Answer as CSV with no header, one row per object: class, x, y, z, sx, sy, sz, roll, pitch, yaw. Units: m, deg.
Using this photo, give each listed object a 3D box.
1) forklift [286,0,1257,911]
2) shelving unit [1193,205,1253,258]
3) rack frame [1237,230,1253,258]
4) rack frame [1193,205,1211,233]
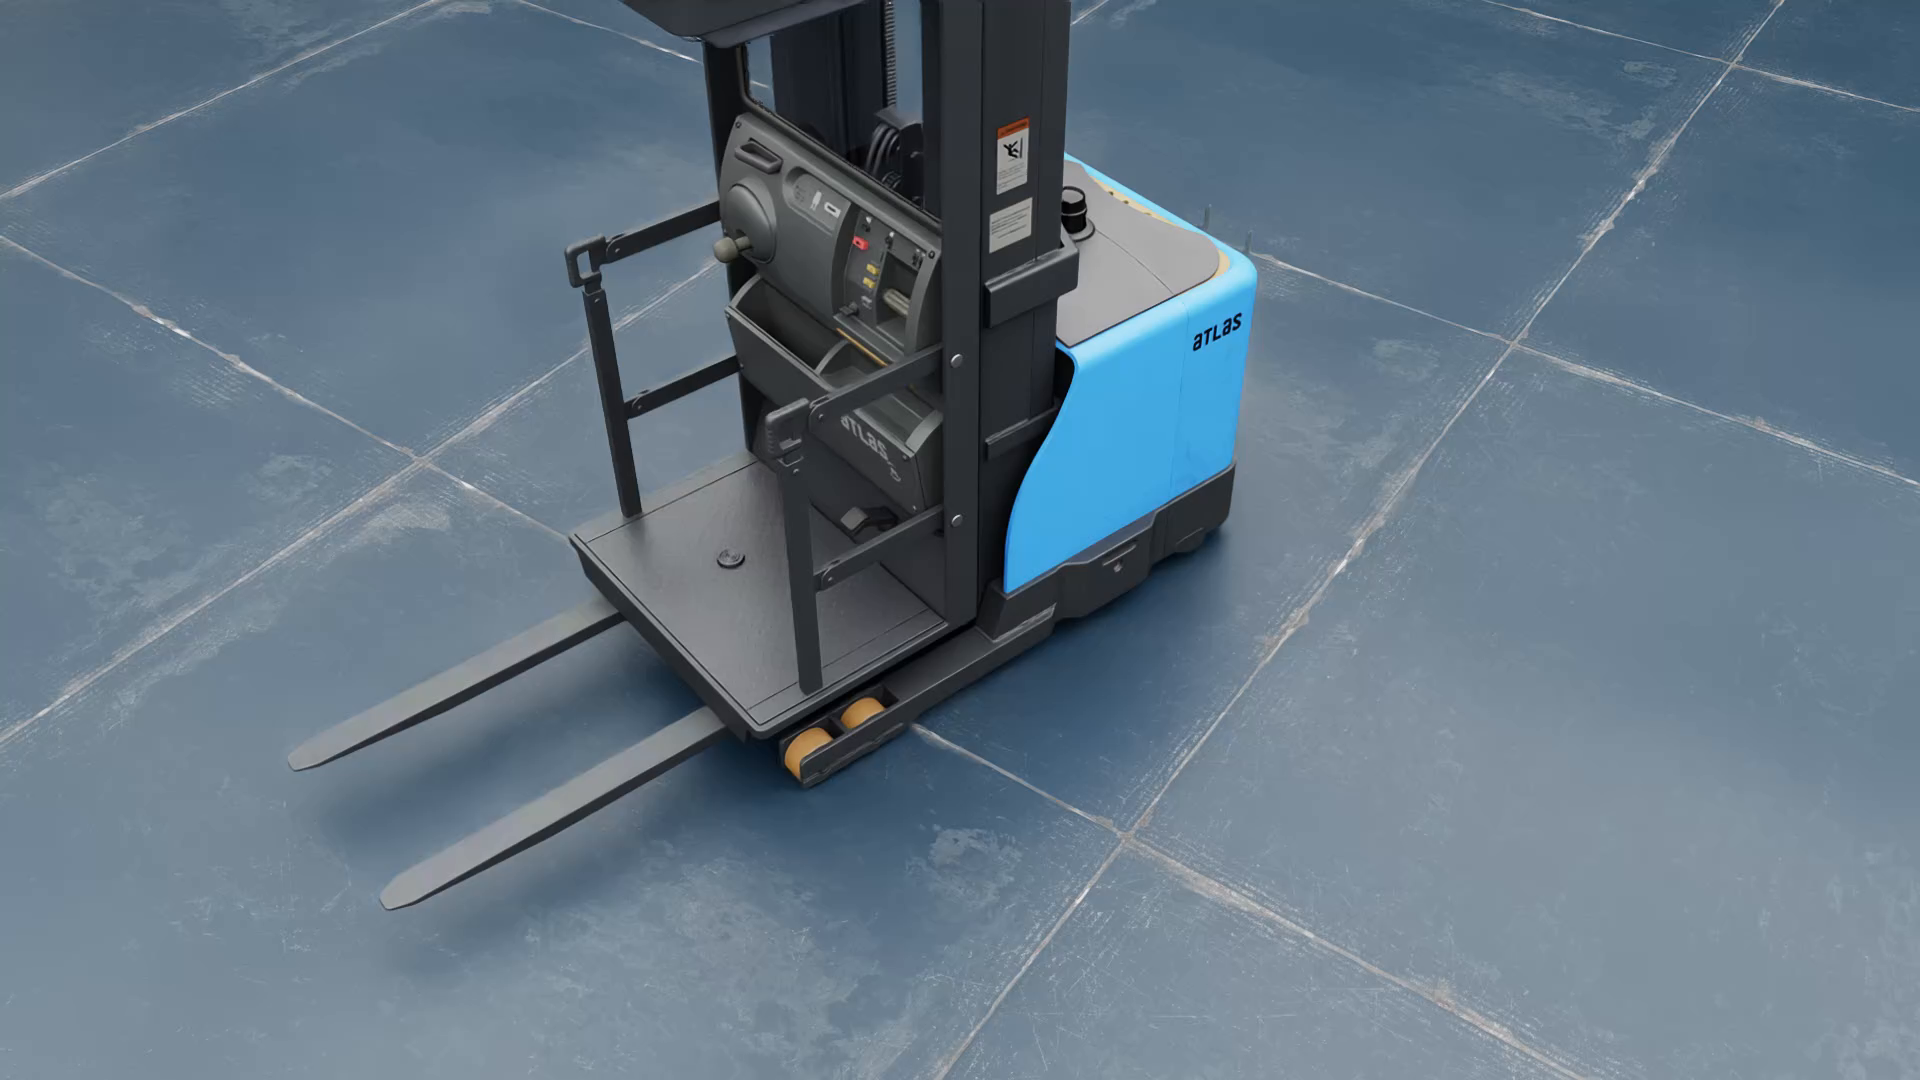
forklift,-0.531,-0.769,4.411,3.031,2.935,1.130,-28,49,-28
shelving unit,0.804,-0.702,5.851,0.258,0.900,0.210,-24,47,-28
rack frame,0.864,-0.648,5.790,0.240,0.900,0.006,-24,47,-28
rack frame,0.744,-0.757,5.912,0.240,0.900,0.006,-24,47,-28
